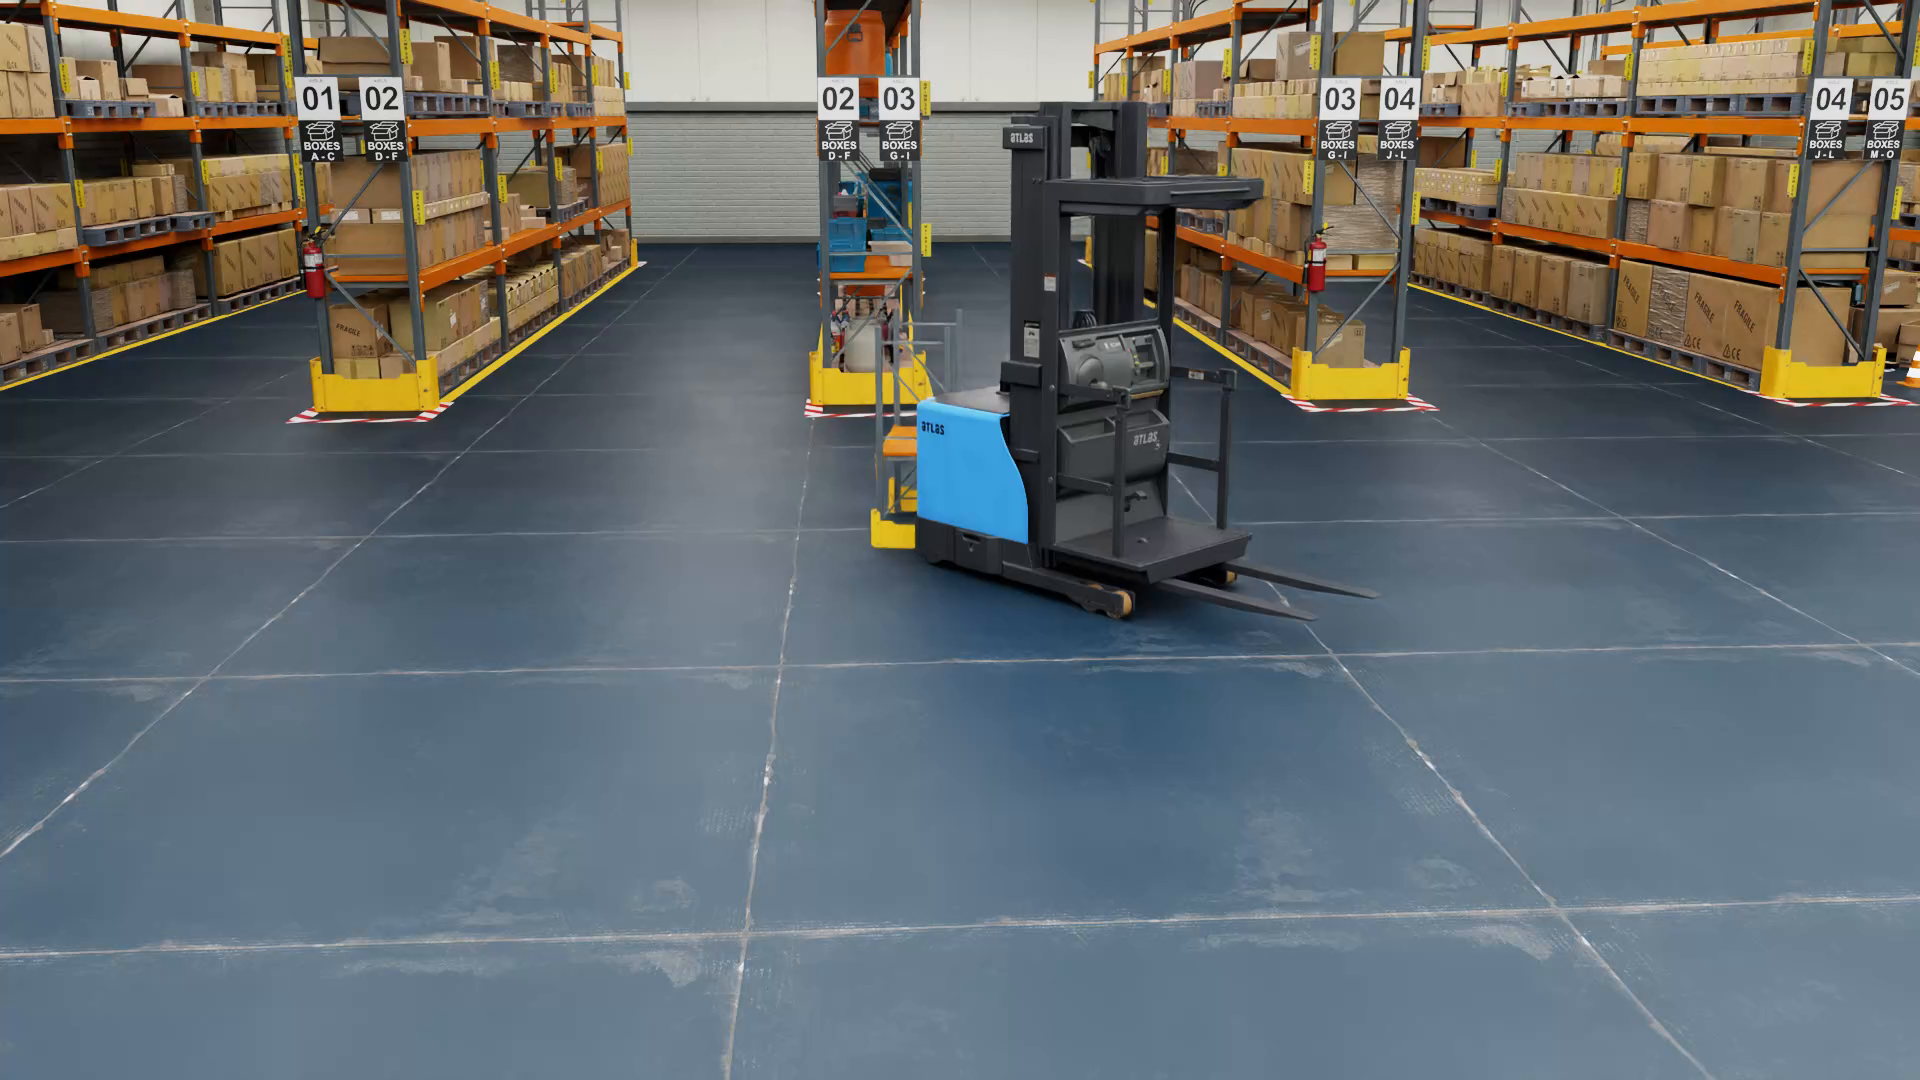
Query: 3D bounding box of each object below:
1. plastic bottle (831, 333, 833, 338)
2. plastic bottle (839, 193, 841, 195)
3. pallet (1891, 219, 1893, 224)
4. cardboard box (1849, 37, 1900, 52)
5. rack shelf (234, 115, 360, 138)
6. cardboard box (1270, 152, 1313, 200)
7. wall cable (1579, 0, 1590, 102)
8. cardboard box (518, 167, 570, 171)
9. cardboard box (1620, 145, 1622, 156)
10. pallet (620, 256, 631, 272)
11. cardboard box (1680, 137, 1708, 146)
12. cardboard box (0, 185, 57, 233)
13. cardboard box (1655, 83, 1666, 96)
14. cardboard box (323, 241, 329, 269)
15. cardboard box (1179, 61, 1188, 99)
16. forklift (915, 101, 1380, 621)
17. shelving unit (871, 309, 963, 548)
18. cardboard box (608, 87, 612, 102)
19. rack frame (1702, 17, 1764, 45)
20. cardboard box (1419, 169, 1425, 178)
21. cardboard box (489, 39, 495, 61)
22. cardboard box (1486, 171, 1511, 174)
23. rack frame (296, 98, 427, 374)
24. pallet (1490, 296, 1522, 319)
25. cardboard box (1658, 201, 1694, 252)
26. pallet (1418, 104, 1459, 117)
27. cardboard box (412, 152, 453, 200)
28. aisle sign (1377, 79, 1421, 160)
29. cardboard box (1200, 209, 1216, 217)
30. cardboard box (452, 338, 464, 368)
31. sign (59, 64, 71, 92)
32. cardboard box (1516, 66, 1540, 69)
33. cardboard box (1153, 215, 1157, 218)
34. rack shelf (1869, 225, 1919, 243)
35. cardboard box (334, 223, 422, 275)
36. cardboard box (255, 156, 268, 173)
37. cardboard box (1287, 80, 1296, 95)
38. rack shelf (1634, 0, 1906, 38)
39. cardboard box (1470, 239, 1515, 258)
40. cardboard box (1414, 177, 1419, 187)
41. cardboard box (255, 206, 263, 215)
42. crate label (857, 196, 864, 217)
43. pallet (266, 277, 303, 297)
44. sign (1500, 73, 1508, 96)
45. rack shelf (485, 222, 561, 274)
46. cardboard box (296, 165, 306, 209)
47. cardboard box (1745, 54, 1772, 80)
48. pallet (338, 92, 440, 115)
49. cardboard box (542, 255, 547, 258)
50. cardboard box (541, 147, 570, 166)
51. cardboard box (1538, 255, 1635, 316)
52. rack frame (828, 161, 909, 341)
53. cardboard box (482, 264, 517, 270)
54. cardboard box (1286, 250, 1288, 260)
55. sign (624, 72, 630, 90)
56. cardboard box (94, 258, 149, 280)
[{"bbox_3d":[-1.465,-2.229,18.737,0.061,0.283,0.133,-1,14,-2],"label":"plastic bottle"},{"bbox_3d":[-1.873,-5.237,25.958,0.144,0.351,0.185,-1,14,-3],"label":"plastic bottle"},{"bbox_3d":[13.601,-4.803,24.559,1.213,0.211,1.003,-1,14,-3],"label":"pallet"},{"bbox_3d":[9.309,-5.037,16.925,0.380,0.149,0.250,-1,14,-3],"label":"cardboard box"},{"bbox_3d":[-11.643,-7.285,29.246,1.077,0.370,4.000,-1,14,-3],"label":"rack shelf"},{"bbox_3d":[3.710,-3.987,18.199,0.500,0.500,0.500,-1,14,-3],"label":"cardboard box"},{"bbox_3d":[13.072,-11.388,37.726,2.355,3.000,0.029,-1,14,-3],"label":"wall cable"},{"bbox_3d":[-6.663,-5.722,26.701,0.700,0.500,0.500,1,14,5],"label":"cardboard box"},{"bbox_3d":[12.779,-7.214,31.336,0.500,0.500,0.500,-1,14,-4],"label":"cardboard box"},{"bbox_3d":[-6.768,-5.188,31.268,1.003,0.211,1.213,-1,14,-3],"label":"pallet"},{"bbox_3d":[12.866,-6.985,29.144,0.380,0.149,0.250,-1,14,-5],"label":"cardboard box"},{"bbox_3d":[-10.649,-3.758,18.867,0.500,0.500,0.500,-1,14,-4],"label":"cardboard box"},{"bbox_3d":[8.480,-5.336,19.685,0.380,0.149,0.250,-1,14,-4],"label":"cardboard box"},{"bbox_3d":[-11.491,-4.989,29.071,0.700,0.500,0.500,-1,14,-4],"label":"cardboard box"},{"bbox_3d":[3.360,-6.415,23.214,0.500,0.500,0.500,-1,14,-3],"label":"cardboard box"},{"bbox_3d":[1.089,-1.103,9.930,1.130,2.935,3.031,-14,20,-42],"label":"forklift"},{"bbox_3d":[-0.271,-0.807,11.654,0.587,1.500,1.083,1,14,4],"label":"shelving unit"},{"bbox_3d":[-6.441,-7.881,29.416,0.500,0.250,0.500,-1,14,-3],"label":"cardboard box"},{"bbox_3d":[13.203,-8.972,28.336,1.000,3.000,0.127,-1,14,-3],"label":"rack frame"},{"bbox_3d":[7.871,-6.096,27.668,0.380,0.149,0.250,-1,14,-3],"label":"cardboard box"},{"bbox_3d":[-6.137,-6.013,20.812,0.500,0.500,0.500,1,14,2],"label":"cardboard box"},{"bbox_3d":[8.598,-5.784,26.456,0.380,0.149,0.250,0,14,-2],"label":"cardboard box"},{"bbox_3d":[-5.832,-2.777,16.299,1.000,3.000,0.127,-1,14,-3],"label":"rack frame"},{"bbox_3d":[8.490,-3.422,24.403,1.003,0.211,1.213,-1,14,-3],"label":"pallet"},{"bbox_3d":[8.772,-3.684,19.522,0.875,0.550,0.550,-1,14,-3],"label":"cardboard box"},{"bbox_3d":[8.201,-7.171,27.735,1.213,0.211,1.003,-1,14,-3],"label":"pallet"},{"bbox_3d":[-5.953,-3.964,18.107,0.700,0.500,0.500,-1,14,-3],"label":"cardboard box"},{"bbox_3d":[4.359,-4.177,16.524,0.394,0.787,0.004,-1,14,-3],"label":"aisle sign"},{"bbox_3d":[3.608,-4.607,22.361,0.797,0.503,0.637,1,14,2],"label":"cardboard box"},{"bbox_3d":[-5.708,-2.034,18.087,0.500,0.250,0.500,-1,14,-3],"label":"cardboard box"},{"bbox_3d":[-10.483,-5.408,19.466,0.100,0.325,0.005,-1,14,-3],"label":"sign"},{"bbox_3d":[8.680,-7.138,25.491,0.396,0.266,0.258,-1,14,-3],"label":"cardboard box"},{"bbox_3d":[3.257,-5.210,25.554,0.500,0.500,0.500,-1,14,-4],"label":"cardboard box"},{"bbox_3d":[13.575,-4.226,23.374,1.077,0.370,4.000,-1,14,-3],"label":"rack shelf"},{"bbox_3d":[-5.848,-2.942,16.739,0.700,0.500,0.500,-1,14,-3],"label":"cardboard box"},{"bbox_3d":[-11.181,-5.883,26.028,0.500,0.250,0.500,-1,14,-2],"label":"cardboard box"},{"bbox_3d":[3.662,-4.761,17.492,0.380,0.149,0.250,-1,14,-3],"label":"cardboard box"},{"bbox_3d":[8.888,-5.841,18.415,1.077,0.370,4.000,-1,14,-3],"label":"rack shelf"},{"bbox_3d":[8.213,-4.492,25.633,0.500,0.250,0.500,-1,14,-5],"label":"cardboard box"},{"bbox_3d":[7.852,-6.021,27.972,0.380,0.149,0.250,-1,14,-5],"label":"cardboard box"},{"bbox_3d":[-11.181,-5.175,26.086,0.380,0.149,0.250,-1,14,-5],"label":"cardboard box"},{"bbox_3d":[-1.592,-4.608,23.344,0.502,0.435,0.616,-1,14,-3],"label":"crate label"},{"bbox_3d":[-11.396,-4.143,27.203,1.003,0.211,1.213,-1,14,-3],"label":"pallet"},{"bbox_3d":[7.975,-6.665,24.354,0.100,0.325,0.005,-1,14,-3],"label":"sign"},{"bbox_3d":[-6.204,-3.921,22.188,1.077,0.370,4.000,-1,14,-3],"label":"rack shelf"},{"bbox_3d":[-11.537,-5.964,28.085,0.980,0.700,0.700,-1,14,-3],"label":"cardboard box"},{"bbox_3d":[8.673,-4.998,17.573,0.500,0.250,0.500,-1,14,-3],"label":"cardboard box"},{"bbox_3d":[-5.850,-4.363,16.621,1.003,0.211,1.213,-1,14,-3],"label":"pallet"},{"bbox_3d":[-6.652,-4.127,25.679,0.500,0.500,0.500,-1,14,-5],"label":"cardboard box"},{"bbox_3d":[-6.865,-6.416,28.234,0.500,0.500,0.500,-1,14,-3],"label":"cardboard box"},{"bbox_3d":[8.580,-3.482,22.711,1.050,0.750,0.750,-1,14,-3],"label":"cardboard box"},{"bbox_3d":[-1.136,-3.847,20.459,1.000,3.000,0.127,-1,14,-3],"label":"rack frame"},{"bbox_3d":[-6.588,-3.775,23.728,0.500,0.311,0.500,0,14,-2],"label":"cardboard box"},{"bbox_3d":[3.776,-3.124,18.151,0.380,0.149,0.250,-1,14,-3],"label":"cardboard box"},{"bbox_3d":[-6.268,-8.641,31.294,0.100,0.325,0.005,-1,14,-3],"label":"sign"},{"bbox_3d":[-11.165,-3.606,22.150,0.500,0.250,0.500,-1,14,-4],"label":"cardboard box"}]
